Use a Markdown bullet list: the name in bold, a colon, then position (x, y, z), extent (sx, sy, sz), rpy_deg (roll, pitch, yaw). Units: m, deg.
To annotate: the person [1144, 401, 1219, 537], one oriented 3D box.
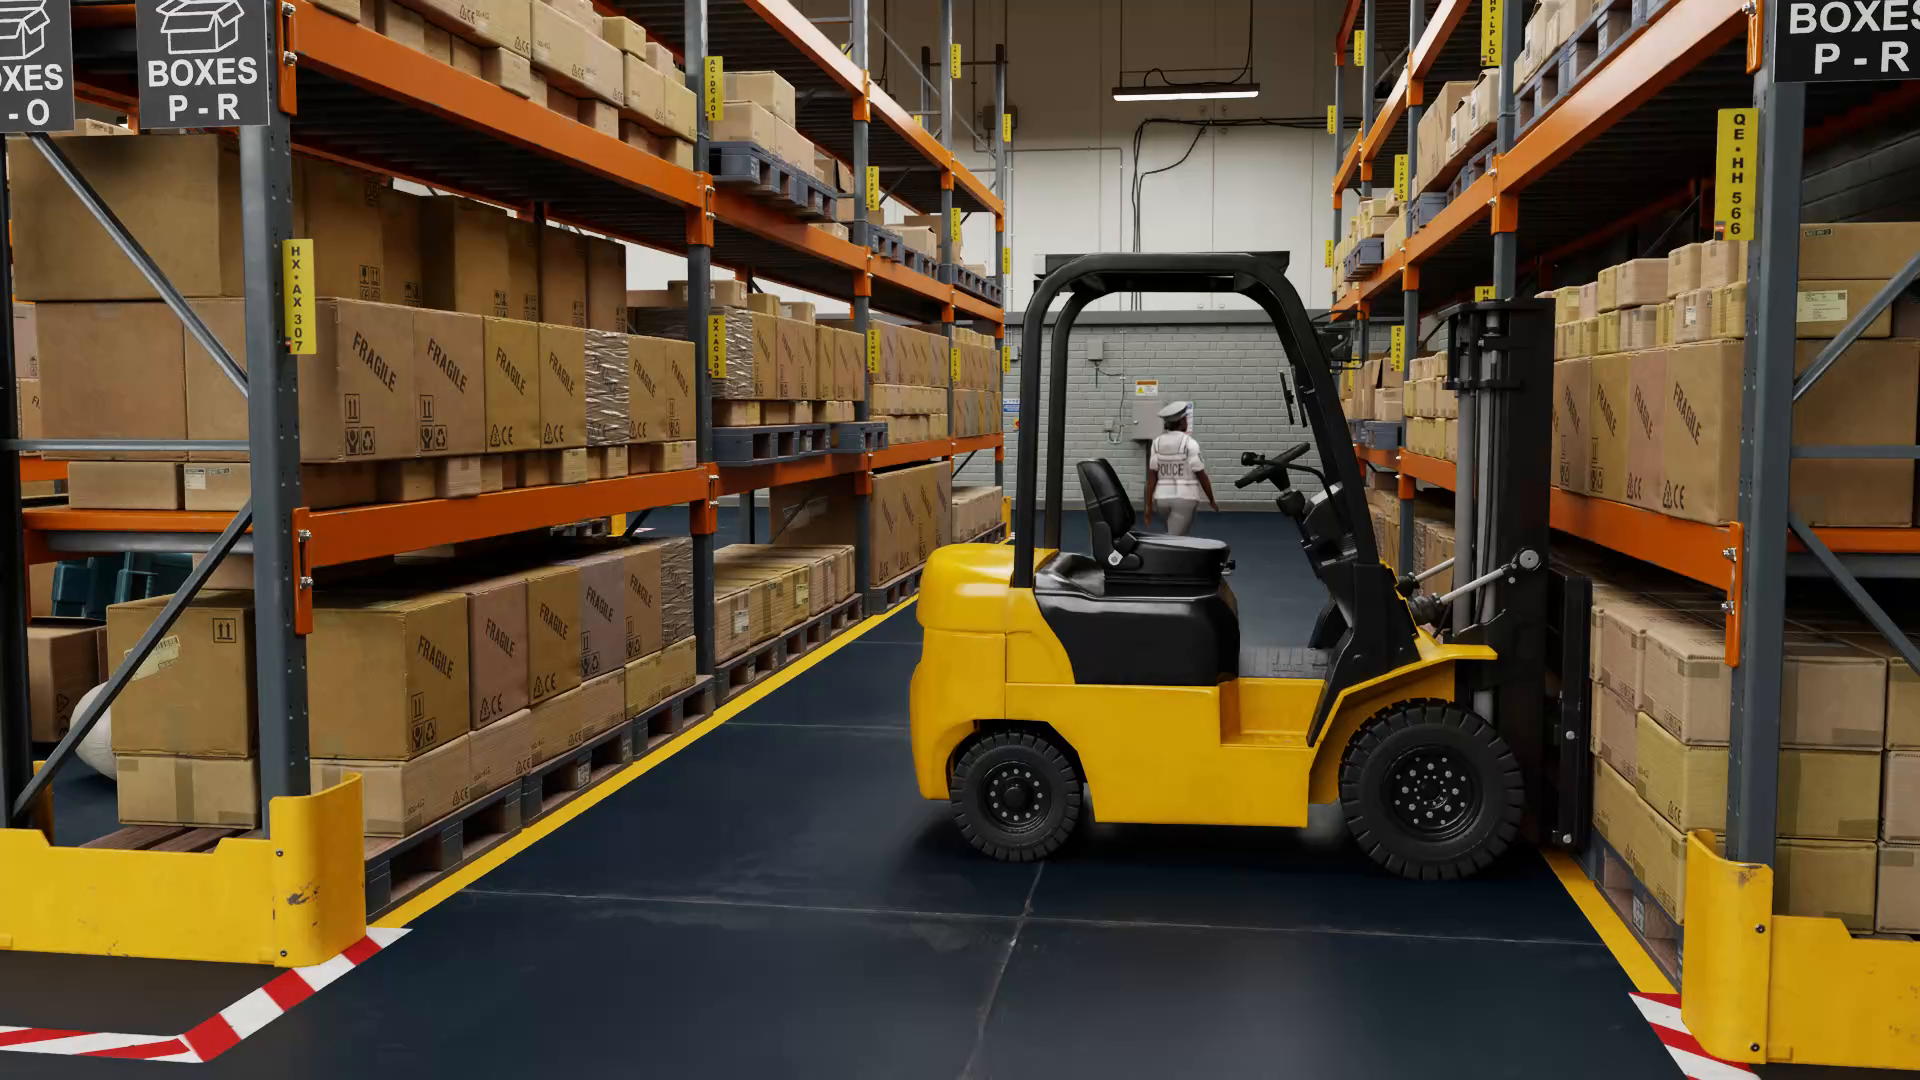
- **person**: position (1.824, -0.321, 13.616), extent (0.489, 1.628, 0.996), rpy_deg (5, 6, 45)
